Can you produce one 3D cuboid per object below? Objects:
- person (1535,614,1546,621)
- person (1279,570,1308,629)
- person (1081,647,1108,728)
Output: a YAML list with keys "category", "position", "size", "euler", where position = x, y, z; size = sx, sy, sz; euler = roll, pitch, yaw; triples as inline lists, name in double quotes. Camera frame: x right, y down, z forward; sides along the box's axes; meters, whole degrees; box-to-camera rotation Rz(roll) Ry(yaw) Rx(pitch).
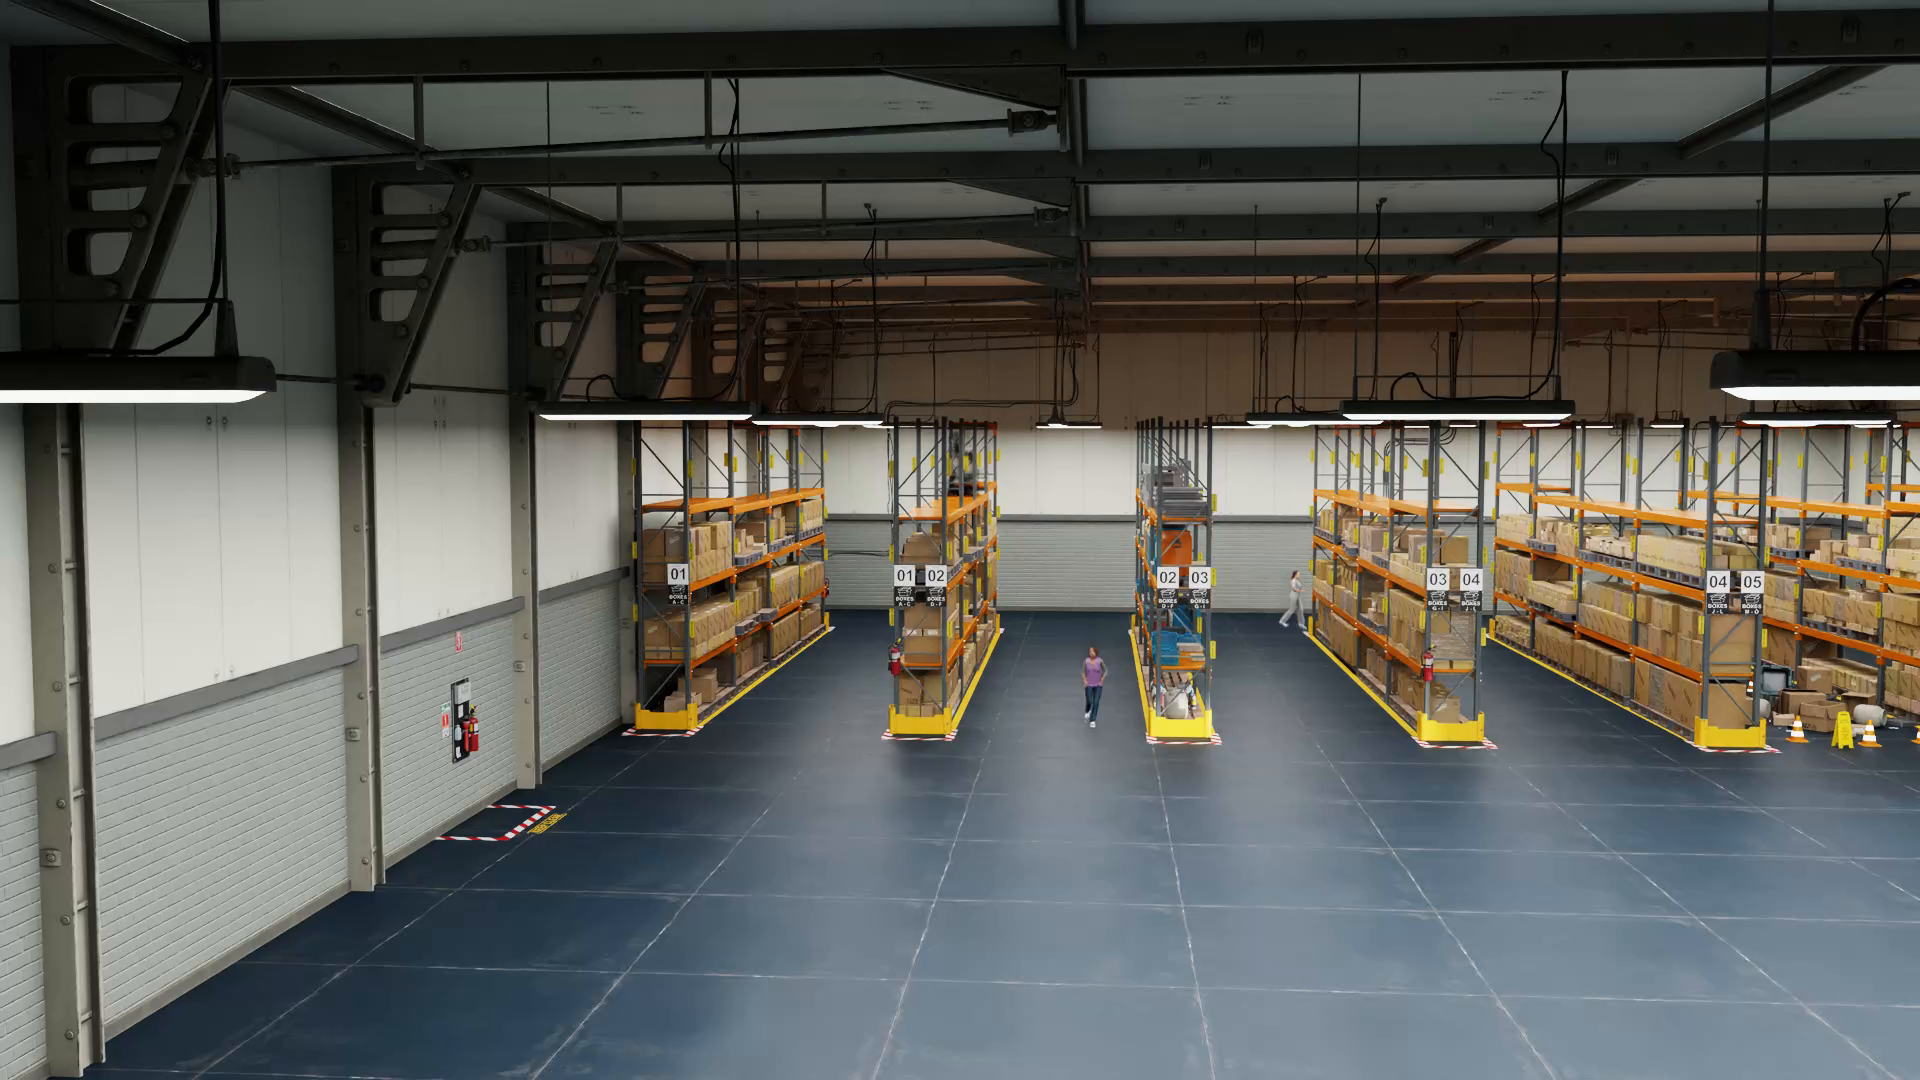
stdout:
- category: "person"
  position: [16.497, 1.788, 47.689]
  size: [0.576, 1.642, 0.612]
  euler: [-1, 4, -13]
- category: "person"
  position: [9.709, 1.733, 48.346]
  size: [0.819, 1.716, 0.584]
  euler: [2, 4, 23]
- category: "person"
  position: [2.602, 2.849, 32.271]
  size: [0.532, 1.538, 0.481]
  euler: [1, 4, 9]
